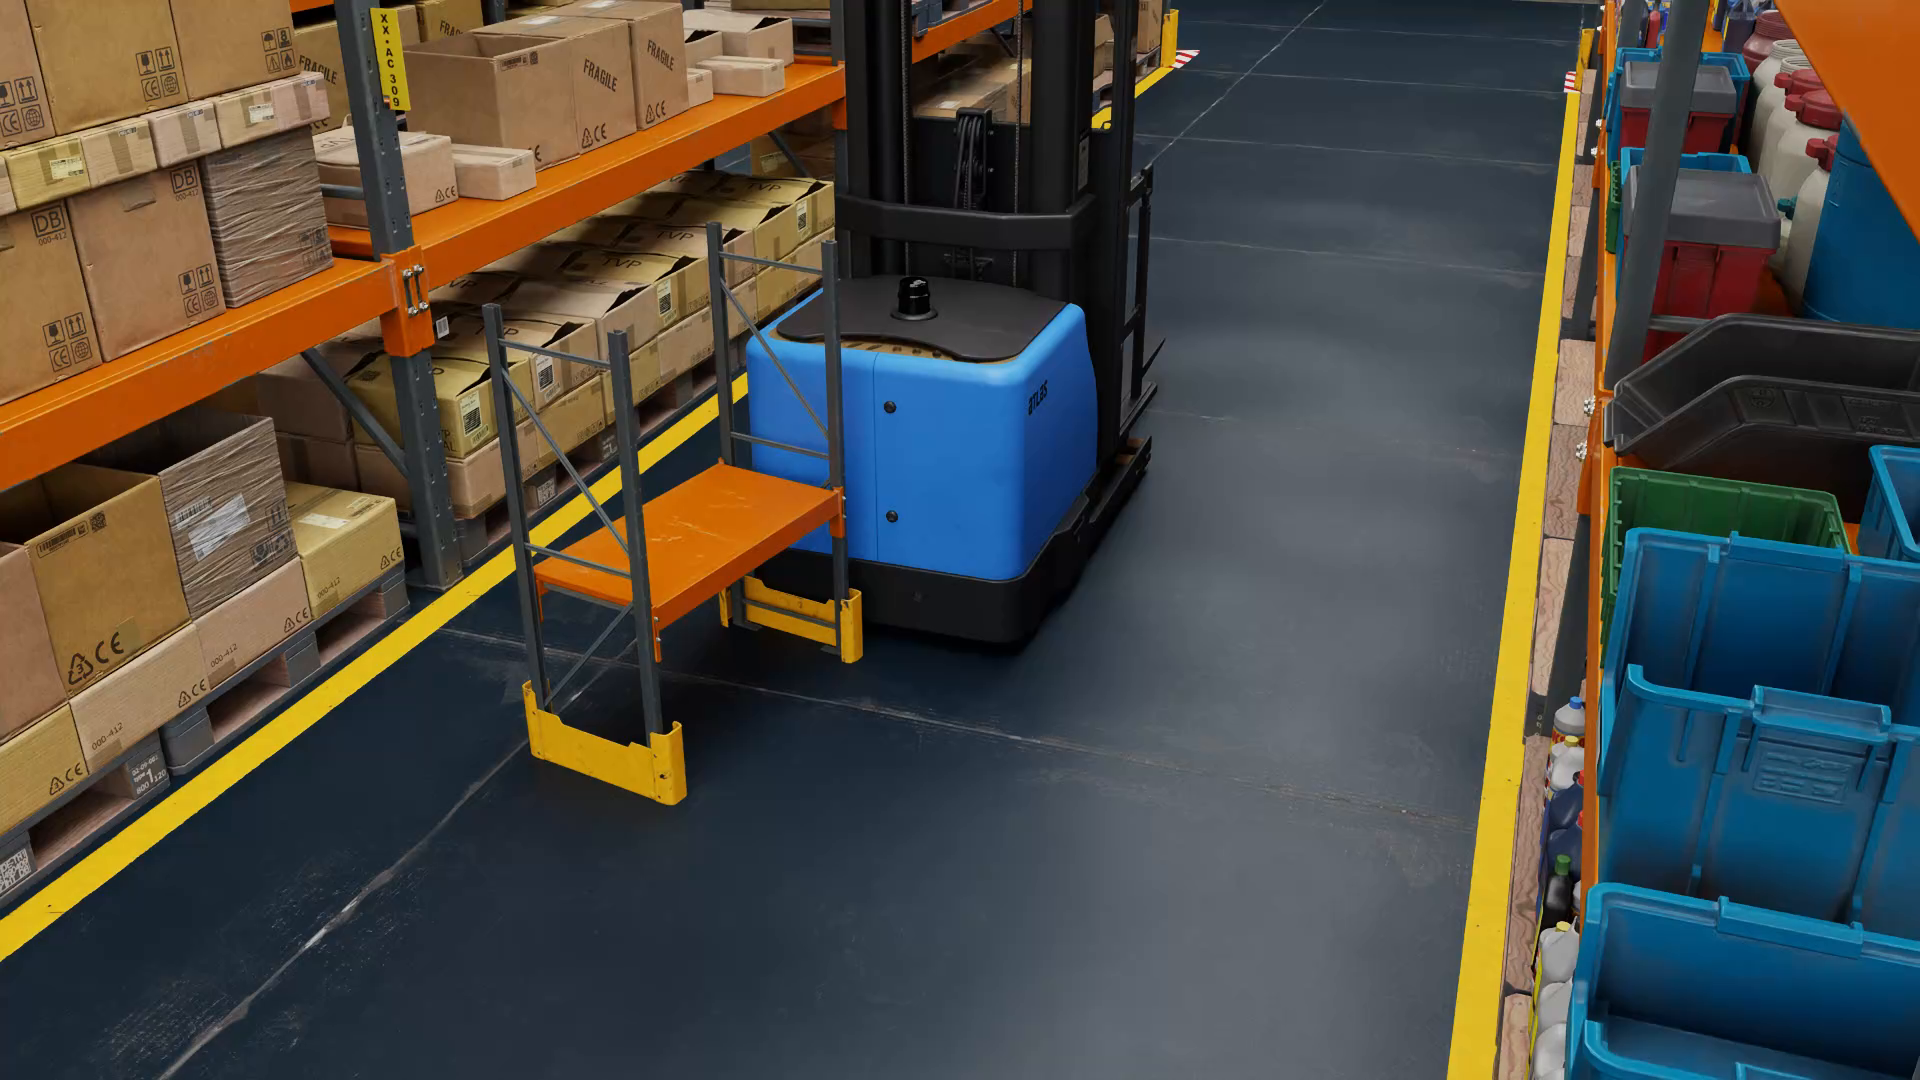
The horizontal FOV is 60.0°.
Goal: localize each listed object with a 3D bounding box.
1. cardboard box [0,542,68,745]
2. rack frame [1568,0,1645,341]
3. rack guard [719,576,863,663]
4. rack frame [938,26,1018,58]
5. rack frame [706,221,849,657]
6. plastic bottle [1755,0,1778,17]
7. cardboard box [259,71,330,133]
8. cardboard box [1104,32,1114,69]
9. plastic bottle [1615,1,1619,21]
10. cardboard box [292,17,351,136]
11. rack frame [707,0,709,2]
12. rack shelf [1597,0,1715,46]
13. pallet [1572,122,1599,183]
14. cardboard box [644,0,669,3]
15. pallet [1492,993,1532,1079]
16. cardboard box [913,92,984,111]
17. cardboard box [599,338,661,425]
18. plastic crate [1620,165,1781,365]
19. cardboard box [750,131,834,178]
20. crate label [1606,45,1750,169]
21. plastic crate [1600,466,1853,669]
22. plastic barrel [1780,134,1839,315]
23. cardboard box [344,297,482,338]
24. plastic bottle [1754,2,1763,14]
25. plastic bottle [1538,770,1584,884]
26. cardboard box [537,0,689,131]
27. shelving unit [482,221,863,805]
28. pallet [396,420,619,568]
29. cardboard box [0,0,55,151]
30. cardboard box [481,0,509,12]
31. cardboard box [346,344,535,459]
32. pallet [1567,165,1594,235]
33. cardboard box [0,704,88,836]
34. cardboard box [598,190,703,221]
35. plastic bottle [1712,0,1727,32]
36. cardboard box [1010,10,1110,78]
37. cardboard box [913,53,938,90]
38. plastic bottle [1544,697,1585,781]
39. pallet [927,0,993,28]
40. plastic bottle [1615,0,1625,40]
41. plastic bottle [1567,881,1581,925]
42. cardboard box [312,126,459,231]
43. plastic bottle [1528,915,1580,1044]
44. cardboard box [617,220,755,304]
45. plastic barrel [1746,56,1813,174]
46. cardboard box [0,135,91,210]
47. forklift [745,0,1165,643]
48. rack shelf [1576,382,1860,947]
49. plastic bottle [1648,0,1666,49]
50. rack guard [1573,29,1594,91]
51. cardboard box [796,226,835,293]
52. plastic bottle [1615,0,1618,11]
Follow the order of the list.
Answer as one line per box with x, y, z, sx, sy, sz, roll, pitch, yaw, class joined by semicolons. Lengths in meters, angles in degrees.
-2.851;0.305;4.490;0.500;0.500;0.500;9;27;17;cardboard box
3.591;-2.169;7.788;1.000;3.000;0.127;9;27;17;rack frame
-0.612;0.246;5.956;0.587;0.250;0.087;14;29;27;rack guard
0.252;-4.533;12.670;1.000;3.000;0.127;9;27;17;rack frame
-0.611;-0.317;5.685;0.500;1.500;0.032;14;29;27;rack frame
4.558;-2.913;9.381;0.144;0.351;0.185;9;27;17;plastic bottle
-2.299;-1.439;5.422;0.380;0.149;0.250;9;27;17;cardboard box
1.290;-4.492;15.235;0.500;0.250;0.500;9;27;17;cardboard box
4.190;-3.354;10.464;0.097;0.201;0.097;0;26;0;plastic bottle
-5.086;-3.469;12.459;0.750;0.750;0.750;9;27;17;cardboard box
-3.090;-6.893;17.545;1.000;3.000;0.127;9;27;17;rack frame
5.587;-4.311;13.037;1.077;0.370;4.000;9;27;17;rack shelf
5.130;-2.866;12.426;1.003;0.211;1.213;9;27;17;pallet
-3.395;-5.450;16.950;0.700;0.500;0.500;9;27;17;cardboard box
1.592;1.503;3.404;1.003;0.211;1.213;9;27;17;pallet
-0.149;-2.744;11.339;0.500;0.500;0.500;8;27;16;cardboard box
-1.701;-0.750;7.529;0.500;0.250;0.500;8;27;16;cardboard box
2.132;-0.797;4.882;0.402;0.464;0.583;9;27;17;plastic crate
-0.989;-2.380;10.588;0.500;0.500;0.500;10;28;19;cardboard box
3.005;-1.816;7.018;0.502;0.435;0.616;9;27;17;crate label
1.542;0.087;3.371;0.450;0.188;0.662;9;27;17;plastic crate
2.785;-0.948;5.110;0.433;0.535;0.433;0;26;0;plastic barrel
-2.379;-0.872;7.138;0.500;0.311;0.500;10;27;19;cardboard box
4.569;-2.941;9.529;0.097;0.271;0.097;0;26;0;plastic bottle
1.600;0.740;4.313;0.144;0.351;0.185;10;27;19;plastic bottle
-1.622;-2.242;7.824;0.500;0.500;0.500;7;27;15;cardboard box
-0.860;-0.129;5.295;0.587;1.500;1.083;14;29;27;shelving unit
-2.202;-0.299;7.124;1.003;0.211;1.213;9;27;17;pallet
-2.886;-1.277;4.343;0.700;0.500;0.500;9;27;17;cardboard box
-4.311;-4.867;15.003;0.380;0.149;0.250;9;27;17;cardboard box
-2.038;-0.583;6.541;0.500;0.311;0.500;9;27;18;cardboard box
4.626;-2.247;11.148;1.003;0.211;1.213;9;27;17;pallet
-2.852;0.643;4.654;0.500;0.250;0.500;9;27;17;cardboard box
-1.697;-1.703;8.855;0.500;0.311;0.500;8;27;16;cardboard box
4.727;-3.310;10.202;0.144;0.351;0.185;9;27;17;plastic bottle
0.872;-4.380;14.714;0.797;0.503;0.637;9;27;17;cardboard box
-0.472;-3.369;11.769;0.500;0.250;0.500;9;27;18;cardboard box
1.740;0.572;4.752;0.097;0.271;0.097;0;26;0;plastic bottle
-0.436;-3.602;10.969;1.003;0.211;1.213;9;27;17;pallet
3.959;-3.101;9.859;0.097;0.271;0.097;0;26;0;plastic bottle
1.523;0.920;4.035;0.097;0.271;0.097;0;26;0;plastic bottle
-2.288;-1.386;6.343;0.500;0.250;0.500;11;28;21;cardboard box
1.395;0.993;3.792;0.144;0.351;0.185;9;27;17;plastic bottle
-1.359;-1.420;8.271;0.500;0.311;0.500;9;27;17;cardboard box
3.310;-1.593;6.469;0.421;0.512;0.421;0;26;0;plastic barrel
-2.639;-1.021;4.558;0.380;0.149;0.250;9;27;17;cardboard box
0.209;-1.578;6.646;1.130;2.935;3.031;9;27;17;forklift
1.594;0.620;2.852;1.077;0.370;4.000;9;27;17;rack shelf
4.030;-3.000;9.651;0.097;0.271;0.097;0;26;0;plastic bottle
6.249;-4.343;15.147;1.175;0.500;0.348;9;27;17;rack guard
-1.024;-1.589;9.263;0.500;0.250;0.500;9;27;19;cardboard box
4.332;-3.530;10.826;0.097;0.201;0.097;0;26;0;plastic bottle
